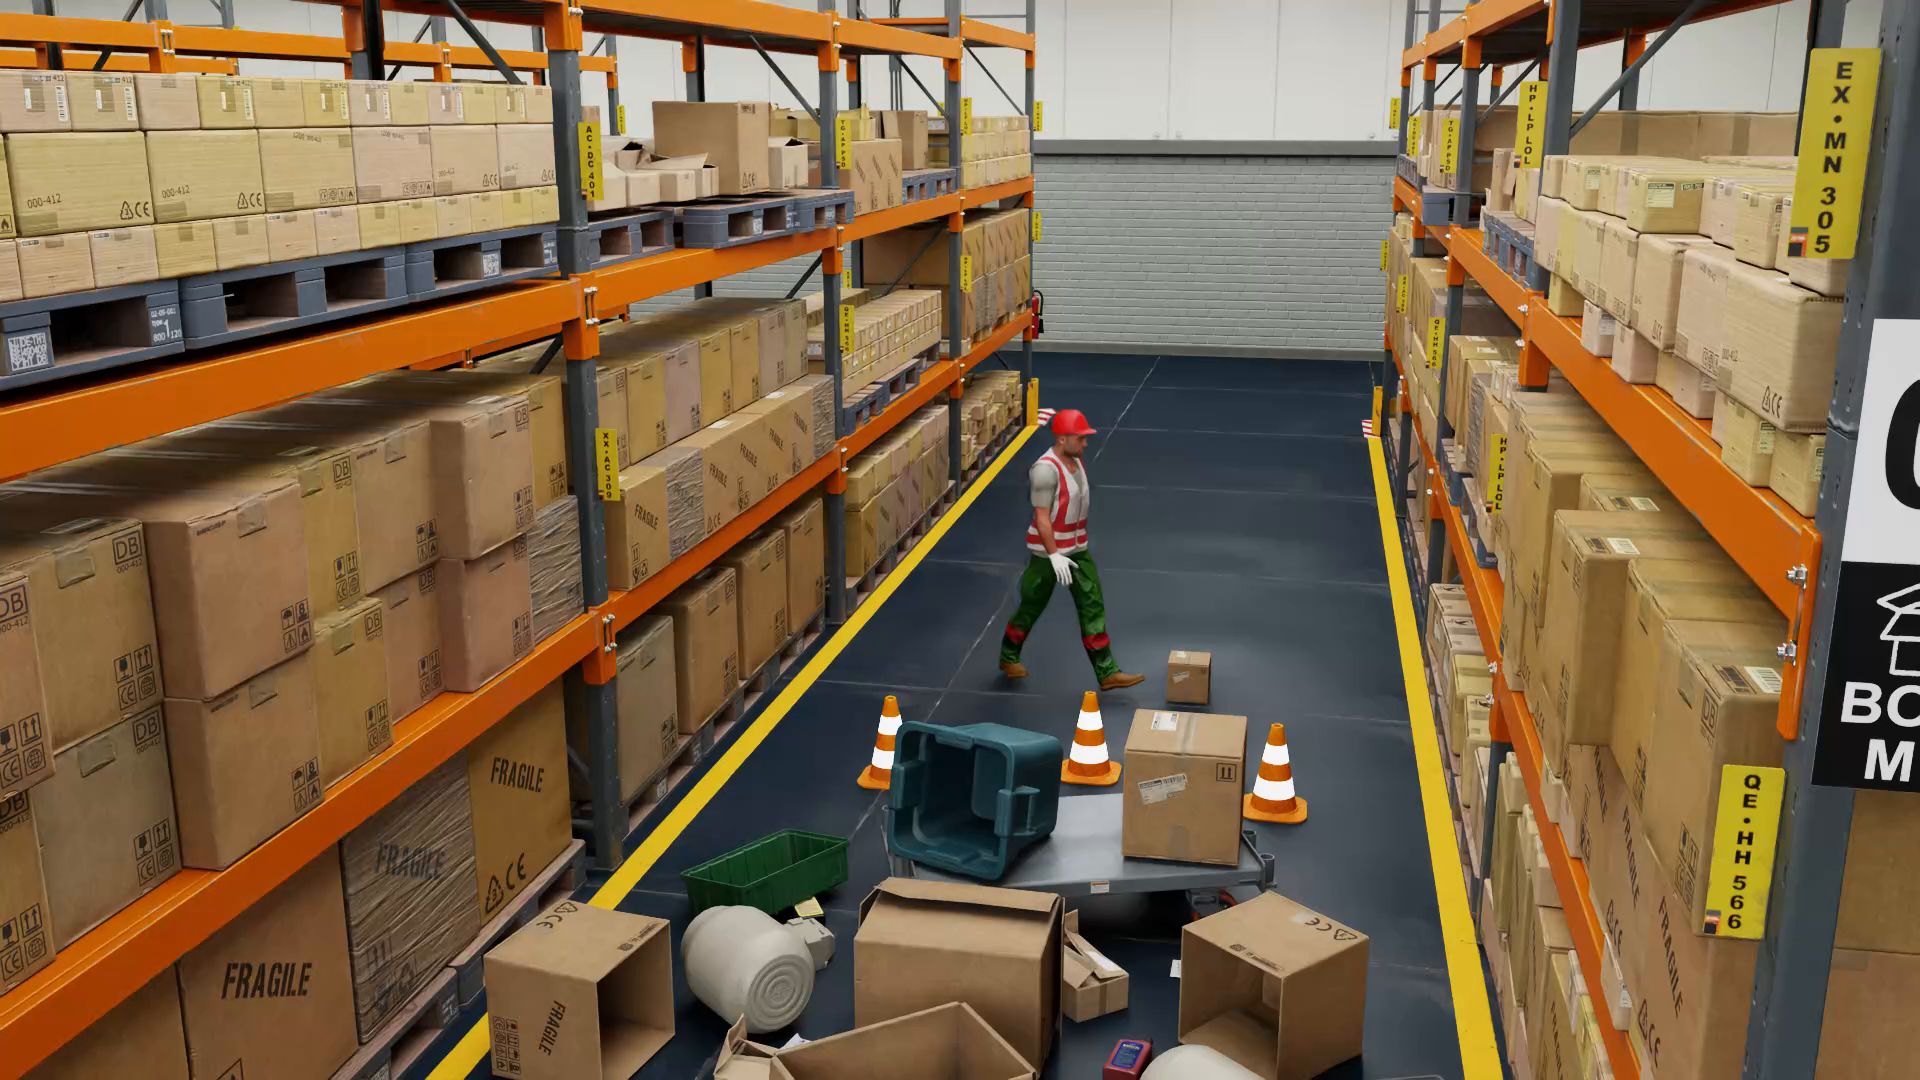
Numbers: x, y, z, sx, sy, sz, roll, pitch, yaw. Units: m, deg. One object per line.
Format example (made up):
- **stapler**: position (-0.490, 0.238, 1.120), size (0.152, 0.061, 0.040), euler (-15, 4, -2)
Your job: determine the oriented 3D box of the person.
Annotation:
- **person**: position (0.661, 0.068, 10.184), size (0.974, 1.747, 0.543), euler (13, 19, 40)
